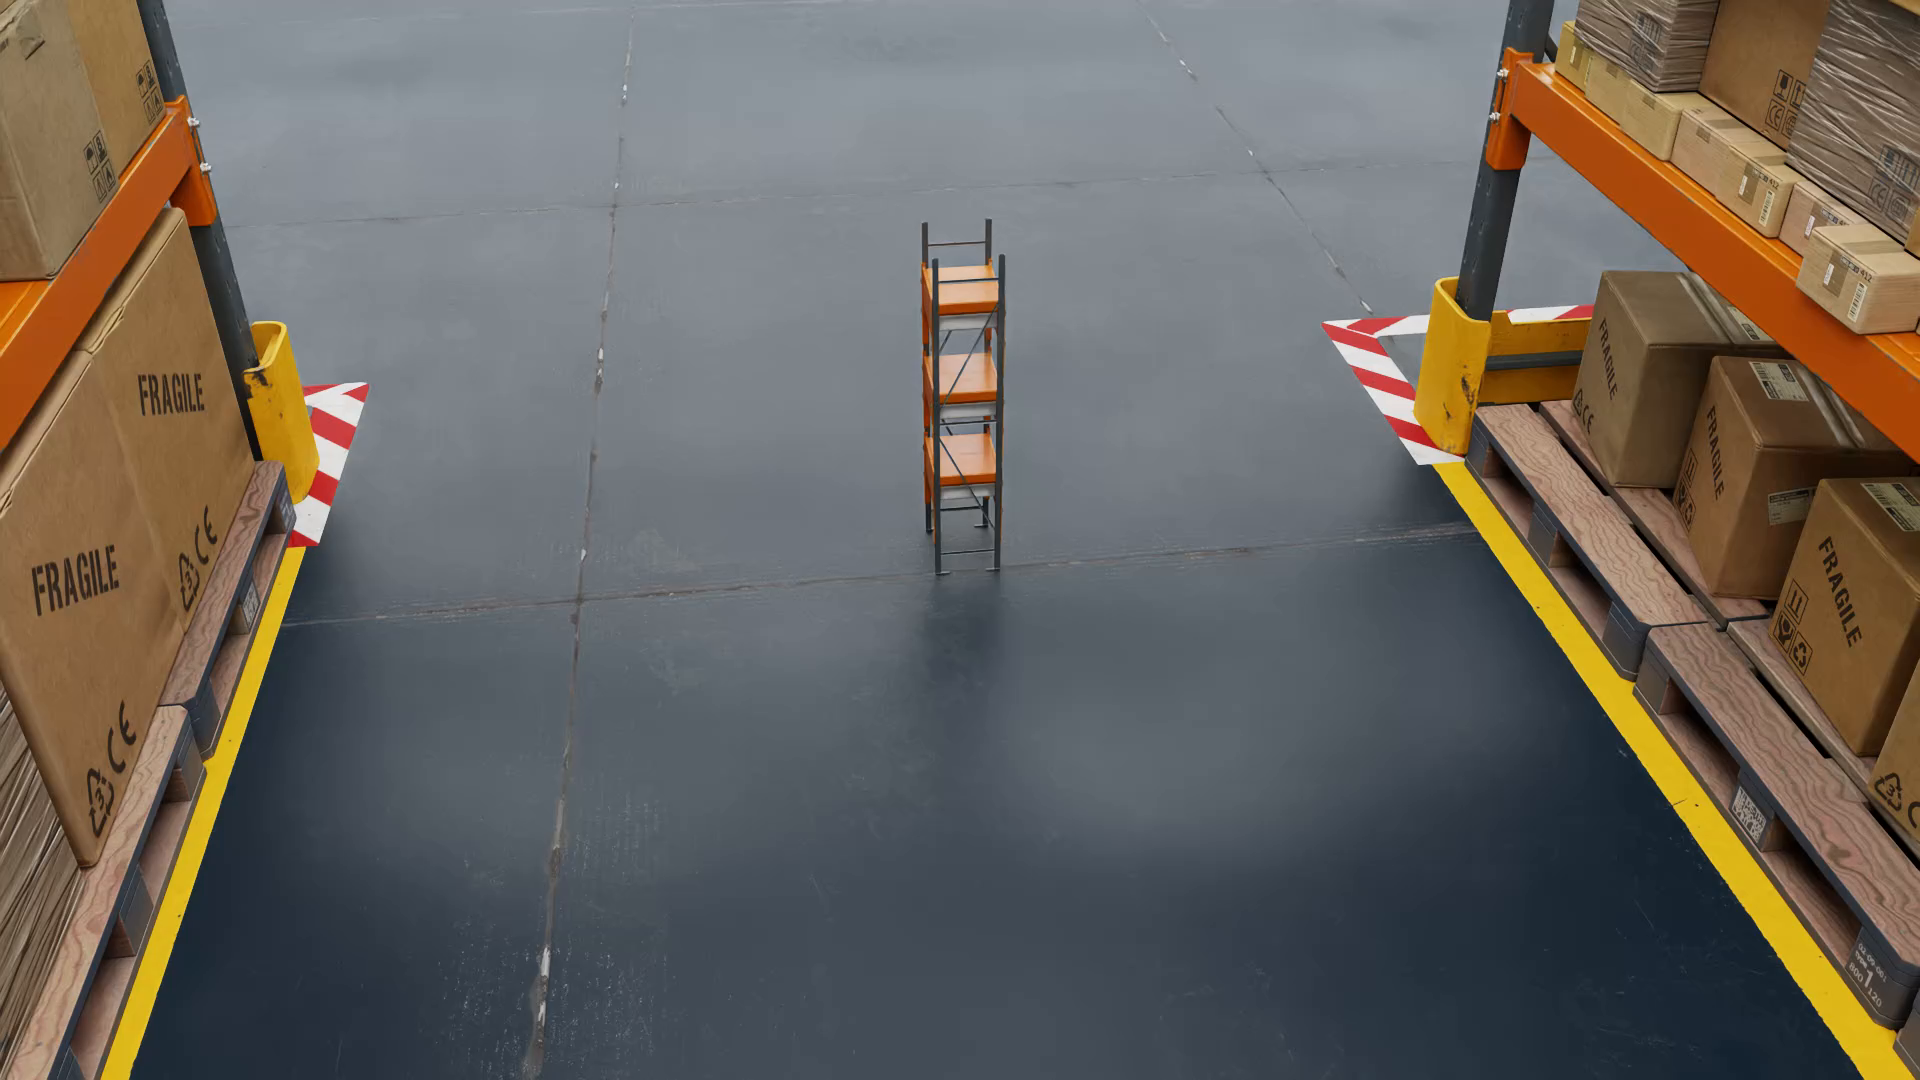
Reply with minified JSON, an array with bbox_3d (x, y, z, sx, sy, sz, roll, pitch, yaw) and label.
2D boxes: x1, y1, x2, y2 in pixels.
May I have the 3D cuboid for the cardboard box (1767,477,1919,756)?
[{"bbox_3d":[2.441,0.183,4.165,0.500,0.500,0.500,-1,34,-2],"label":"cardboard box"}]

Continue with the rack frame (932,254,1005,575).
[{"bbox_3d":[0.024,-0.336,4.811,0.200,1.050,0.008,-4,35,-6],"label":"rack frame"}]

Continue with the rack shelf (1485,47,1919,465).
[{"bbox_3d":[2.463,-0.295,3.658,1.077,0.370,4.000,-4,35,-6],"label":"rack shelf"}]

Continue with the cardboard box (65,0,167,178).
[{"bbox_3d":[-2.640,-1.247,4.283,0.875,0.550,0.550,-4,35,-6],"label":"cardboard box"}]

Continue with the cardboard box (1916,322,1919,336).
[{"bbox_3d":[2.267,-0.453,3.475,0.380,0.149,0.250,-4,35,-6],"label":"cardboard box"}]

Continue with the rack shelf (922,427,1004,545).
[{"bbox_3d":[0.007,-0.166,5.073,0.215,0.259,0.240,-4,35,-6],"label":"rack shelf"}]

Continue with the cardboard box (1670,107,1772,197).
[{"bbox_3d":[2.084,-1.008,4.288,0.380,0.149,0.250,-4,35,-6],"label":"cardboard box"}]

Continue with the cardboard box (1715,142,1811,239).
[{"bbox_3d":[2.110,-0.868,4.083,0.380,0.149,0.250,-4,35,-6],"label":"cardboard box"}]

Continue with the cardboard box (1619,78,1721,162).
[{"bbox_3d":[2.029,-1.146,4.491,0.380,0.149,0.250,-4,35,-6],"label":"cardboard box"}]

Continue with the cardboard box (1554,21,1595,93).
[{"bbox_3d":[1.996,-1.427,4.904,0.380,0.149,0.250,-4,35,-6],"label":"cardboard box"}]

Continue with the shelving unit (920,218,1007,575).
[{"bbox_3d":[0.007,-0.404,4.911,0.215,1.050,0.252,-4,35,-6],"label":"shelving unit"}]

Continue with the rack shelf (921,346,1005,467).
[{"bbox_3d":[0.007,-0.395,4.916,0.215,0.259,0.240,-4,35,-6],"label":"rack shelf"}]

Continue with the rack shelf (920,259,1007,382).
[{"bbox_3d":[0.007,-0.630,4.757,0.215,0.259,0.240,-4,35,-6],"label":"rack shelf"}]

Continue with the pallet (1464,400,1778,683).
[{"bbox_3d":[2.278,-0.057,5.147,1.003,0.211,1.213,-4,35,-6],"label":"pallet"}]

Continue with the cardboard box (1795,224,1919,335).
[{"bbox_3d":[2.102,-0.583,3.665,0.380,0.149,0.250,-4,35,-6],"label":"cardboard box"}]

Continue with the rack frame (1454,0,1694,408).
[{"bbox_3d":[2.194,-1.708,5.093,1.000,3.000,0.127,-4,35,-6],"label":"rack frame"}]

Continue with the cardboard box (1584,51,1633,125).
[{"bbox_3d":[2.011,-1.286,4.697,0.380,0.149,0.250,-4,35,-6],"label":"cardboard box"}]

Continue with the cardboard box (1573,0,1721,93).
[{"bbox_3d":[2.241,-1.563,4.528,0.875,0.500,0.500,-4,35,-6],"label":"cardboard box"}]

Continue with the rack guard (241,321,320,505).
[{"bbox_3d":[-2.738,-0.369,5.348,1.175,0.500,0.348,-4,35,-6],"label":"rack guard"}]

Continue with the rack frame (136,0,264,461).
[{"bbox_3d":[-2.735,-1.389,4.624,1.000,3.000,0.127,-4,35,-6],"label":"rack frame"}]

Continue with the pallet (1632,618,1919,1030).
[{"bbox_3d":[2.439,0.622,4.150,1.003,0.211,1.213,-4,35,-6],"label":"pallet"}]

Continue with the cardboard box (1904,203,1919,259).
[{"bbox_3d":[2.507,-0.731,3.307,0.875,0.500,0.500,-4,35,-6],"label":"cardboard box"}]

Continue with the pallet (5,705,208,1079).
[{"bbox_3d":[-2.389,0.883,3.767,1.003,0.211,1.213,-4,35,-6],"label":"pallet"}]

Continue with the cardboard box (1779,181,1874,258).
[{"bbox_3d":[2.171,-0.730,3.881,0.380,0.149,0.250,-4,35,-6],"label":"cardboard box"}]

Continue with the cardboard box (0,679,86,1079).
[{"bbox_3d":[-2.337,0.689,3.090,0.875,0.875,0.875,-4,34,-6],"label":"cardboard box"}]

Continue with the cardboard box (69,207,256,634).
[{"bbox_3d":[-2.578,-0.311,4.557,0.875,0.875,0.875,-4,34,-6],"label":"cardboard box"}]

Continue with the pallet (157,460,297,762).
[{"bbox_3d":[-2.550,0.204,4.764,1.003,0.211,1.213,-4,35,-6],"label":"pallet"}]

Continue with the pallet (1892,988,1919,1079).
[{"bbox_3d":[2.607,1.304,3.149,1.003,0.211,1.213,-4,35,-6],"label":"pallet"}]

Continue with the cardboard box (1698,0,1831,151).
[{"bbox_3d":[2.427,-1.293,4.132,0.875,0.500,0.500,-4,35,-6],"label":"cardboard box"}]

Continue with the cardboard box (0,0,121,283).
[{"bbox_3d":[-2.544,-0.942,3.835,0.875,0.550,0.550,-4,35,-6],"label":"cardboard box"}]

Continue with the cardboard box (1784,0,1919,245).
[{"bbox_3d":[2.451,-1.011,3.717,0.875,0.500,0.500,-4,35,-6],"label":"cardboard box"}]

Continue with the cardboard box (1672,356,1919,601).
[{"bbox_3d":[2.376,-0.168,4.680,0.500,0.500,0.500,4,35,6],"label":"cardboard box"}]

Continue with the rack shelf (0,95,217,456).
[{"bbox_3d":[-2.466,0.024,3.189,1.077,0.370,4.000,-4,35,-6],"label":"rack shelf"}]

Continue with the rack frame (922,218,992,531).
[{"bbox_3d":[-0.009,-0.472,5.010,0.200,1.050,0.008,-4,35,-6],"label":"rack frame"}]

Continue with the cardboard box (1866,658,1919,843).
[{"bbox_3d":[2.472,0.498,3.703,0.500,0.500,0.500,-7,35,-11],"label":"cardboard box"}]

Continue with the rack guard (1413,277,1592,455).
[{"bbox_3d":[2.204,-0.633,5.735,1.175,0.500,0.348,-4,35,-6],"label":"rack guard"}]

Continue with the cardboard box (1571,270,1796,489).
[{"bbox_3d":[2.261,-0.499,5.165,0.500,0.500,0.500,2,34,2],"label":"cardboard box"}]

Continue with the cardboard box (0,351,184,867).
[{"bbox_3d":[-2.458,0.180,3.836,0.875,0.875,0.875,-5,35,-7],"label":"cardboard box"}]
